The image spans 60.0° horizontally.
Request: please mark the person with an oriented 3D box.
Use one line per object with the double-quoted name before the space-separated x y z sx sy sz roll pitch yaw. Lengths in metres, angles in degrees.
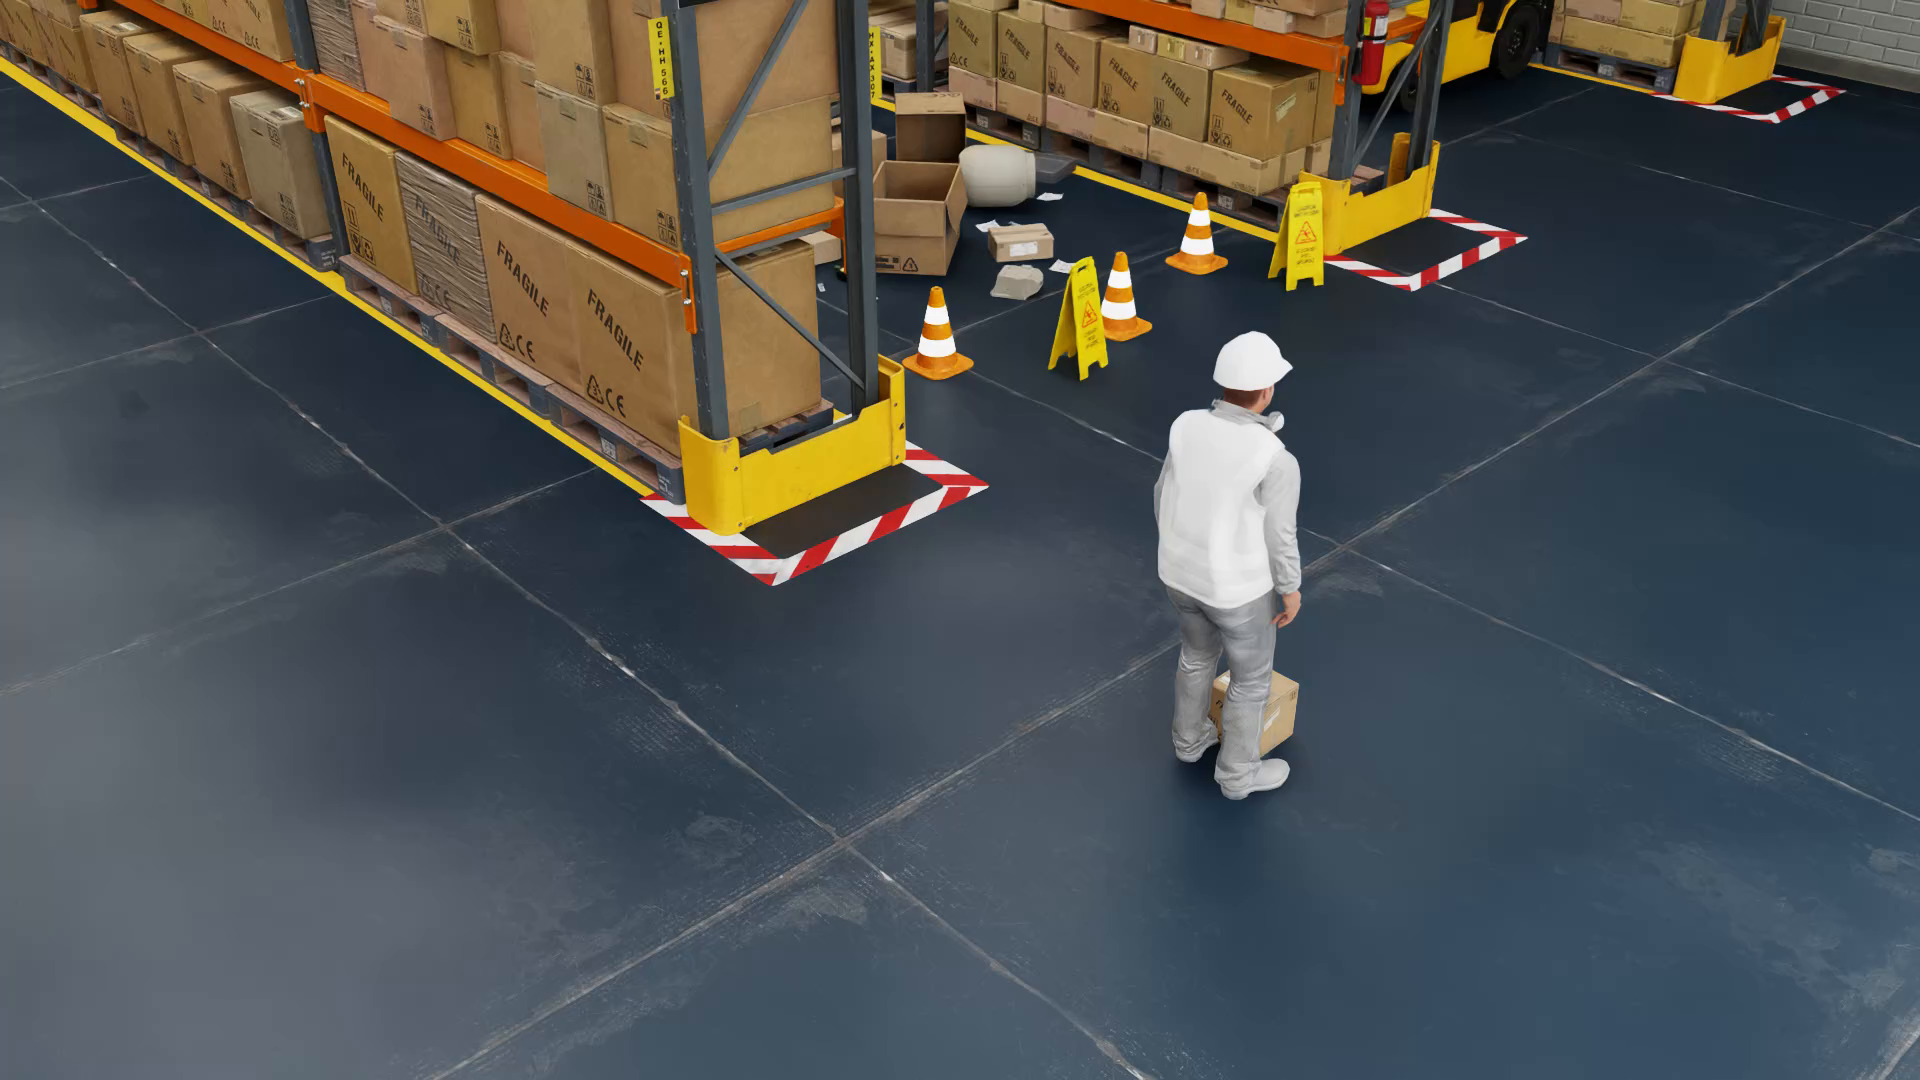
"person" 0.948 0.102 5.943 0.465 1.772 0.590 -28 41 -37
